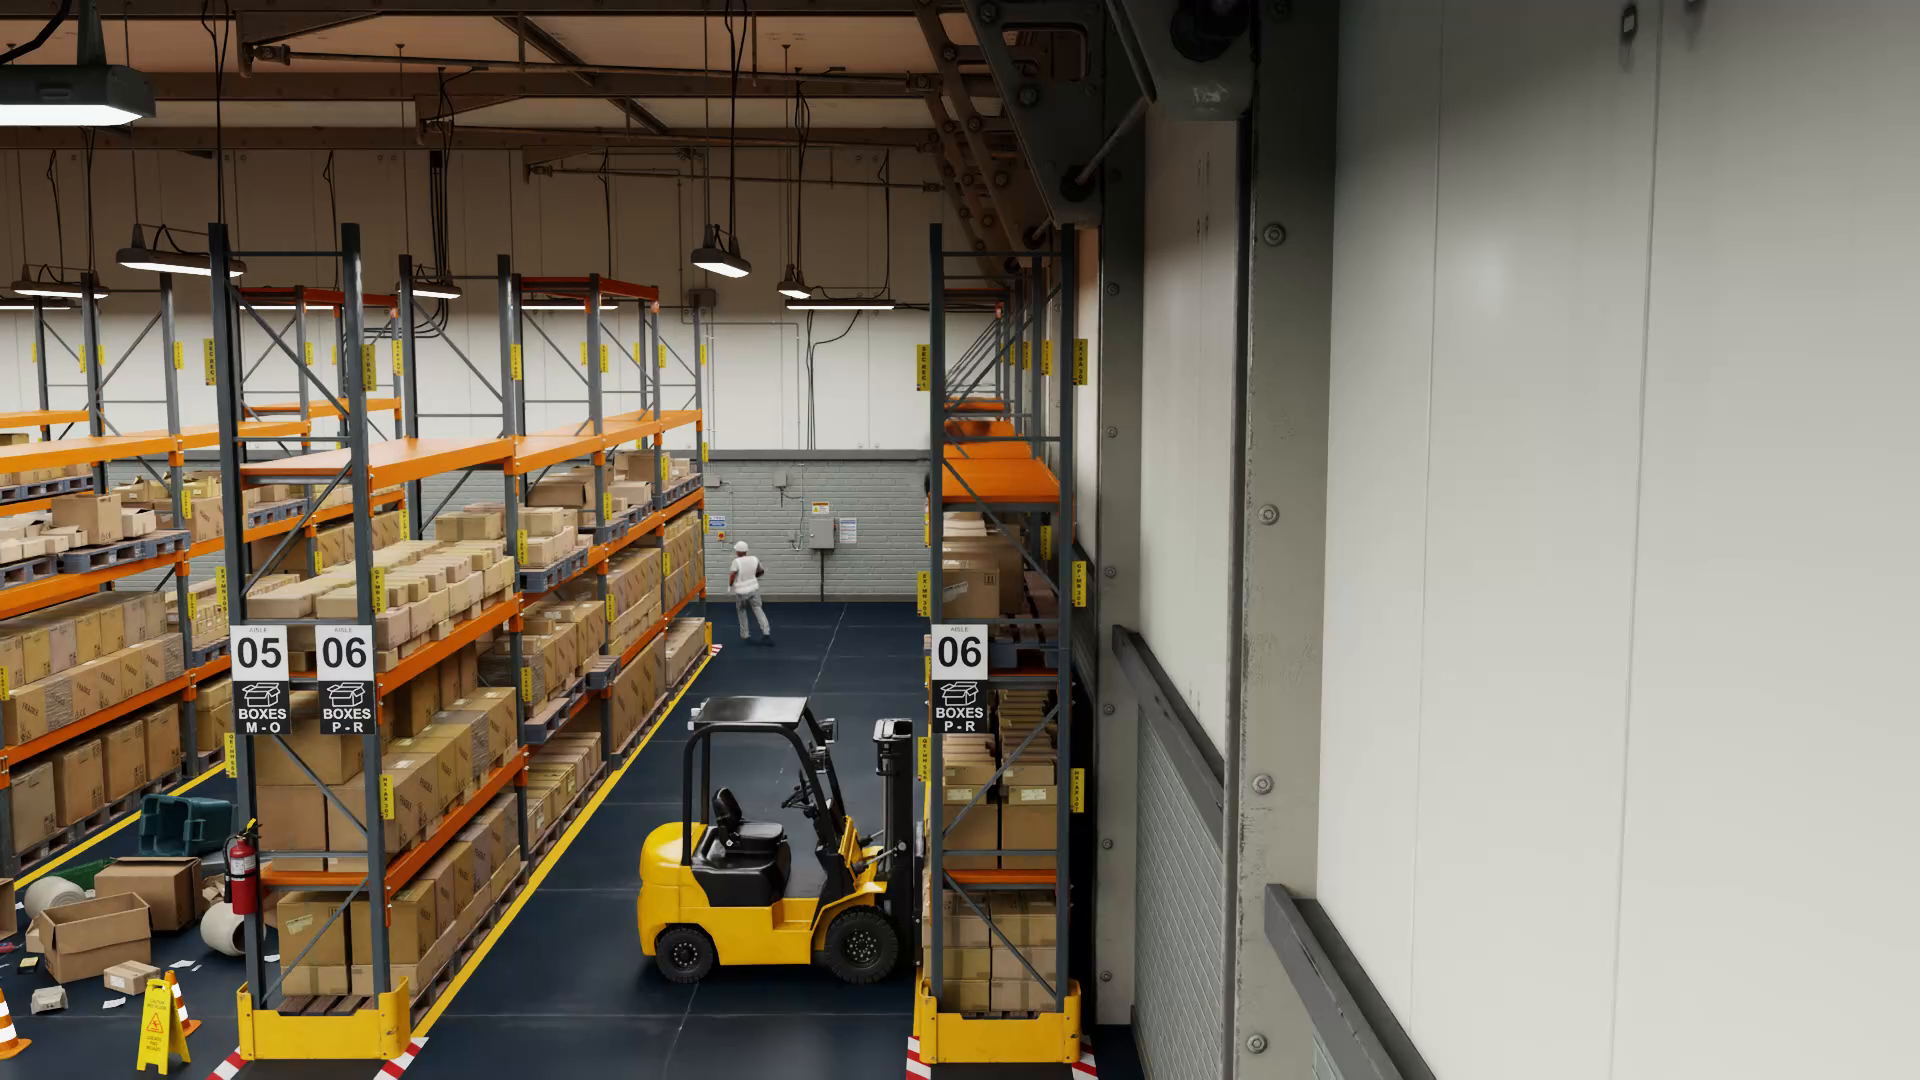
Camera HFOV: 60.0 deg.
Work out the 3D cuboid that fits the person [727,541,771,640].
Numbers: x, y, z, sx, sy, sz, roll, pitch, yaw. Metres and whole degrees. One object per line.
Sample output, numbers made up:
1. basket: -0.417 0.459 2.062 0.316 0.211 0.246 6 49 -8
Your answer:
1. person: -3.761 0.893 28.973 0.744 1.774 0.891 -4 8 -30
